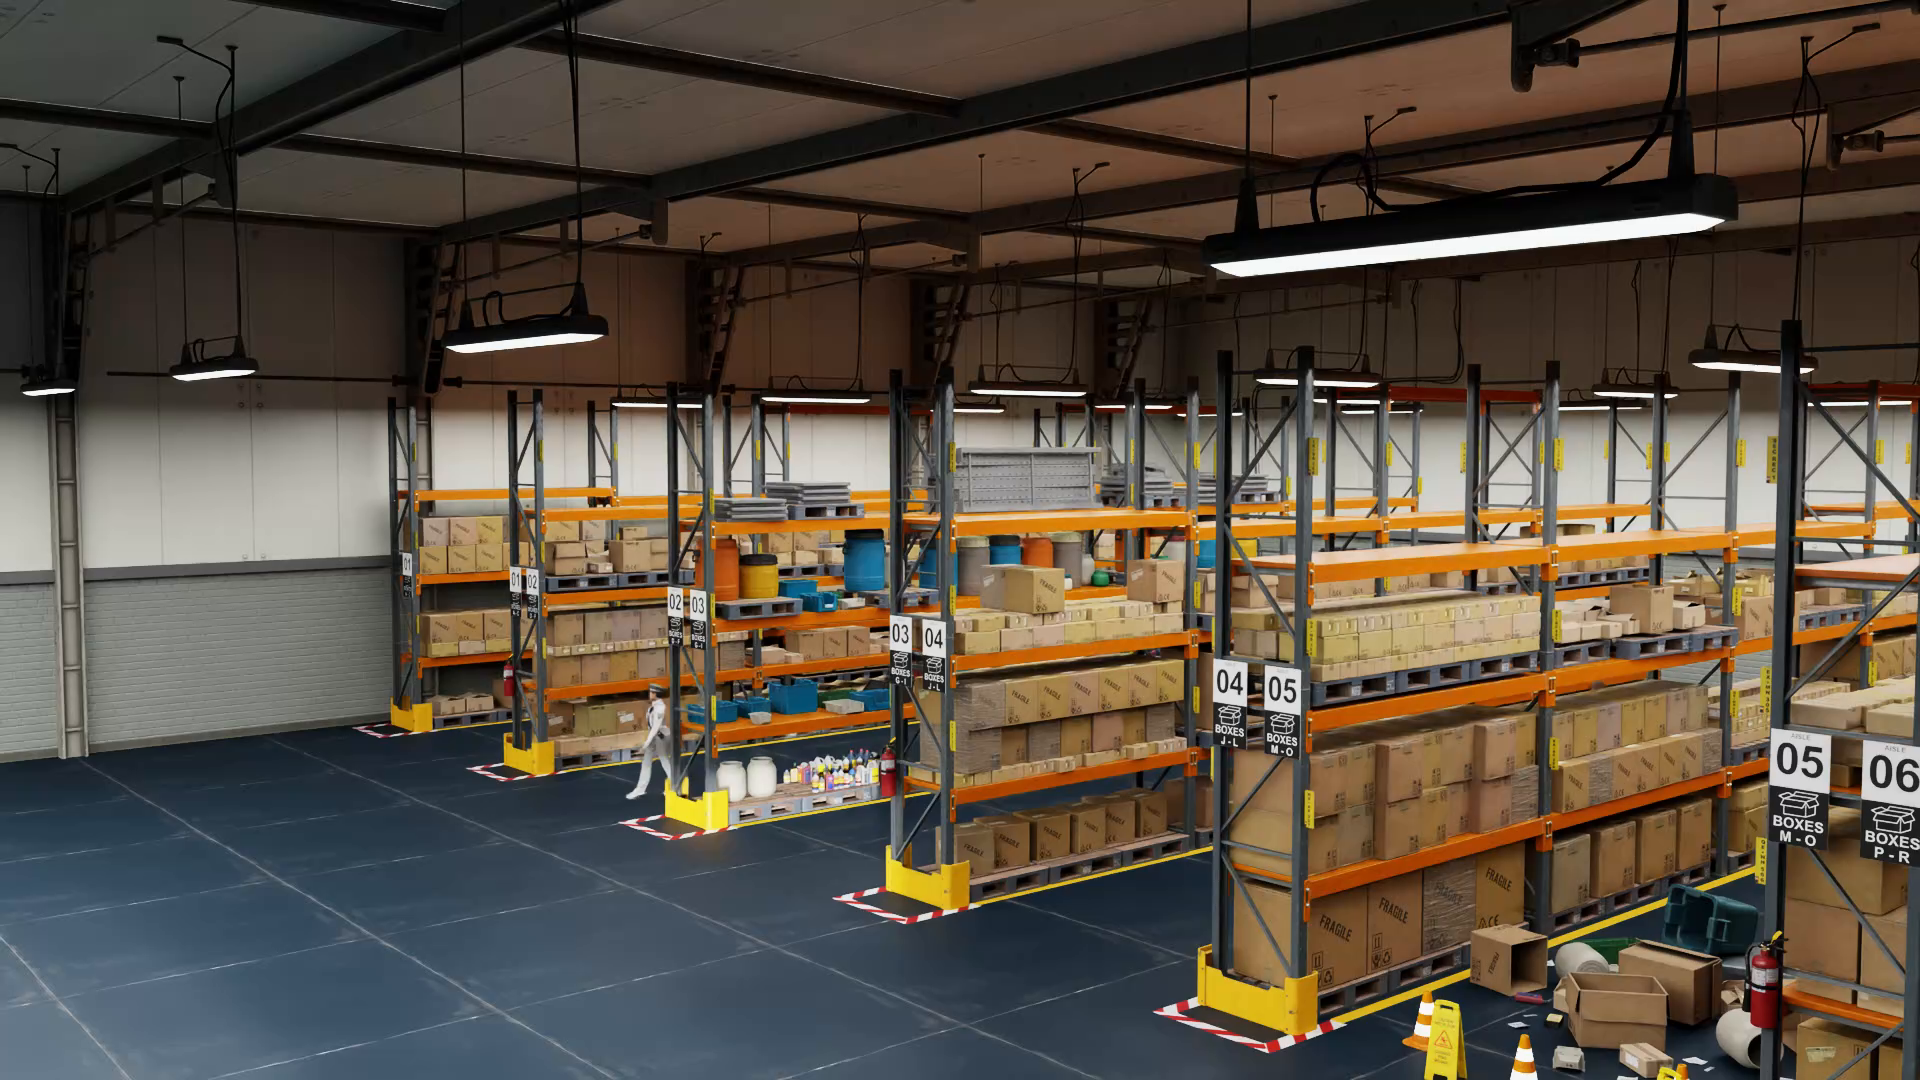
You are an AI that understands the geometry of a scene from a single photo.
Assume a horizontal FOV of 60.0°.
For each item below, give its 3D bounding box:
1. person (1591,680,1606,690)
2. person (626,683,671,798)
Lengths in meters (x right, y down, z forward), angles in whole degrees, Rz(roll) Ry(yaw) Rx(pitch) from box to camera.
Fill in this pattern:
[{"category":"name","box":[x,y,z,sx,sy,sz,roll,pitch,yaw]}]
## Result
[{"category":"person","box":[9.816,2.896,25.361,0.855,1.560,0.413,-2,4,-35]},{"category":"person","box":[-4.461,2.915,24.216,0.821,1.661,0.521,-1,4,-22]}]
